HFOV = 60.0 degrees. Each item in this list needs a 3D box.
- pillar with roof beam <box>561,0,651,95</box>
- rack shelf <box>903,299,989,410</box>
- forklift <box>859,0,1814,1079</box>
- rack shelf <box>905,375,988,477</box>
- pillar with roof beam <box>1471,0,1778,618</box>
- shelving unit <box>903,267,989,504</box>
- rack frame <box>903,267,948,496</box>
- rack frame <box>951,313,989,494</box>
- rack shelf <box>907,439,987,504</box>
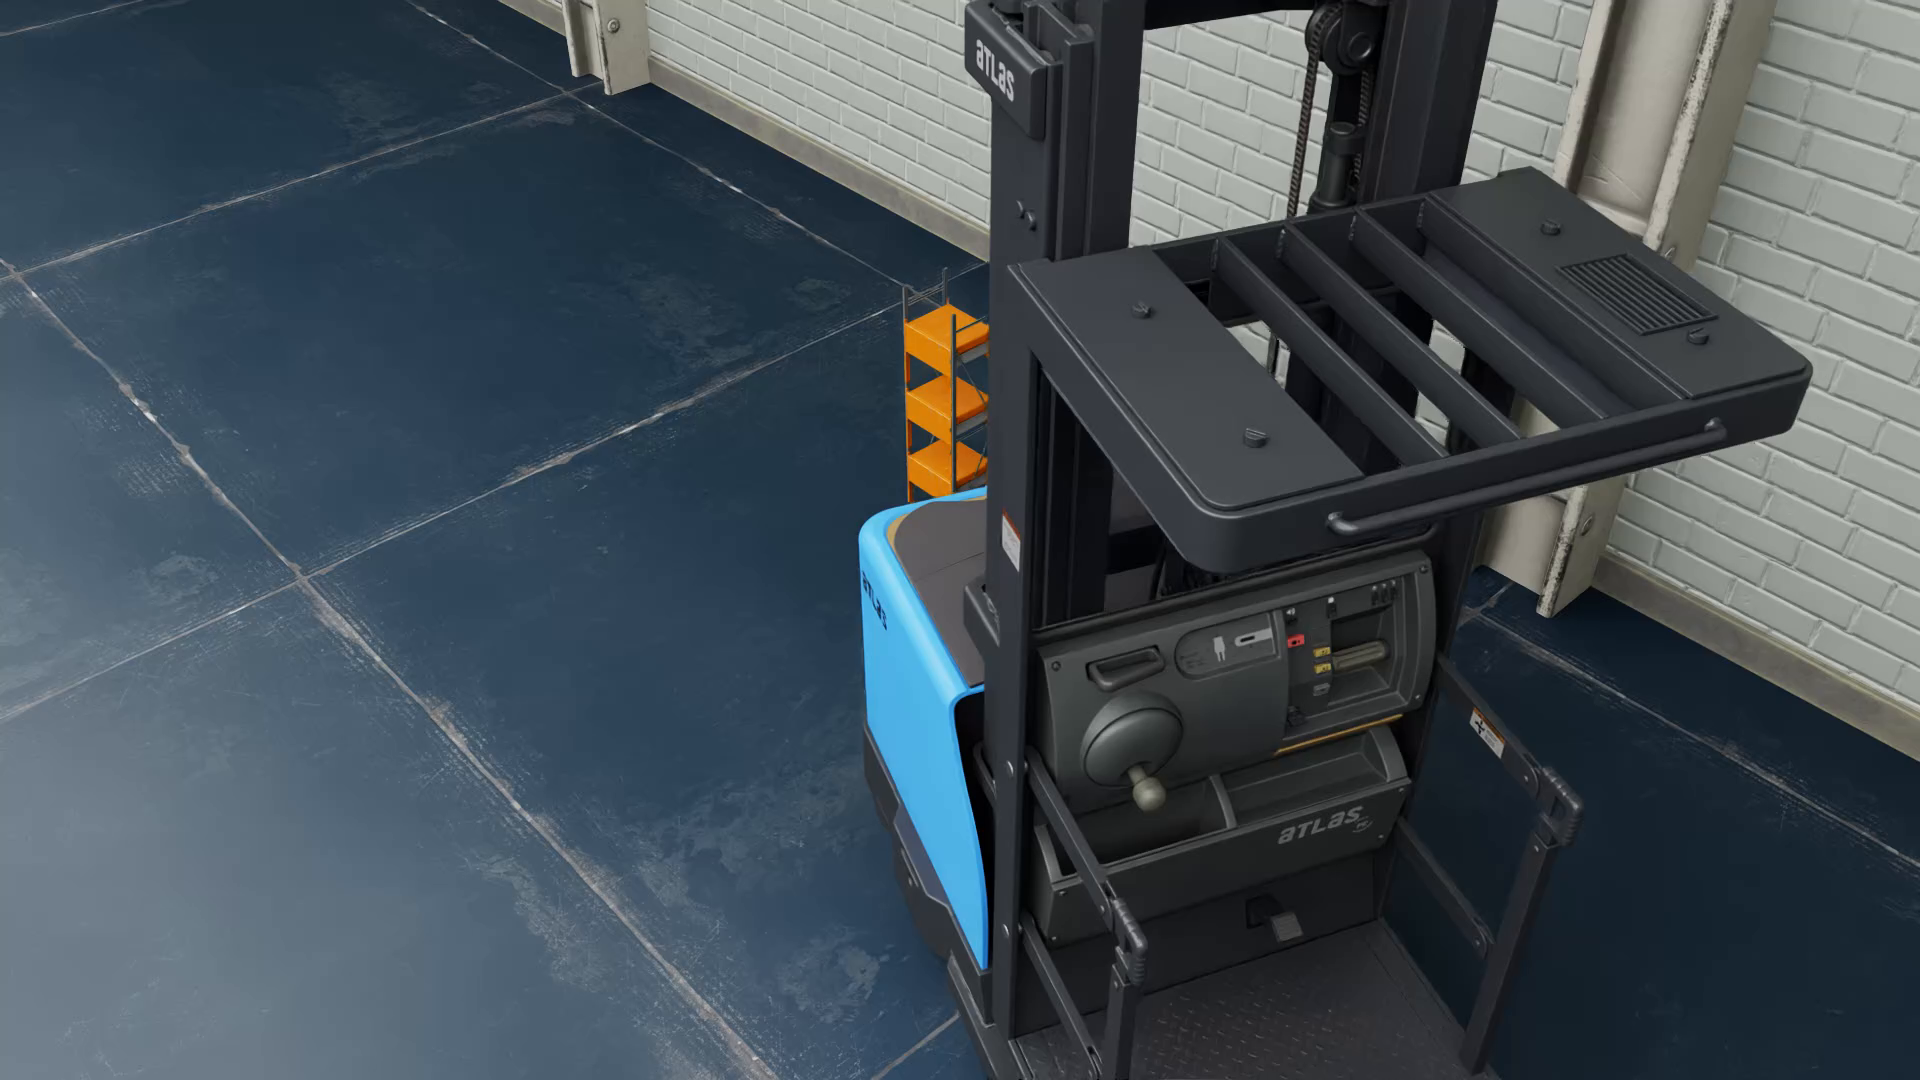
[{"bbox_3d":[-5.158,-4.325,4.443,9.100,9.000,0.400,-30,48,-32],"label":"pillar with roof beam"},{"bbox_3d":[-0.036,-0.646,5.779,0.215,0.259,0.240,-30,48,-32],"label":"rack shelf"},{"bbox_3d":[0.695,0.383,3.443,1.130,2.935,3.031,-13,41,-16],"label":"forklift"},{"bbox_3d":[-0.036,-0.425,5.957,0.215,0.259,0.240,-30,48,-32],"label":"rack shelf"},{"bbox_3d":[-1.100,-1.548,1.005,9.100,9.000,0.400,-30,48,-32],"label":"pillar with roof beam"},{"bbox_3d":[-0.036,-0.433,5.951,0.215,1.050,0.252,-30,48,-32],"label":"shelving unit"},{"bbox_3d":[-0.119,-0.490,6.021,0.200,1.050,0.008,-30,48,-32],"label":"rack frame"},{"bbox_3d":[0.046,-0.377,5.881,0.200,1.050,0.008,-30,48,-32],"label":"rack frame"},{"bbox_3d":[-0.036,-0.209,6.132,0.215,0.259,0.240,-30,48,-32],"label":"rack shelf"}]
